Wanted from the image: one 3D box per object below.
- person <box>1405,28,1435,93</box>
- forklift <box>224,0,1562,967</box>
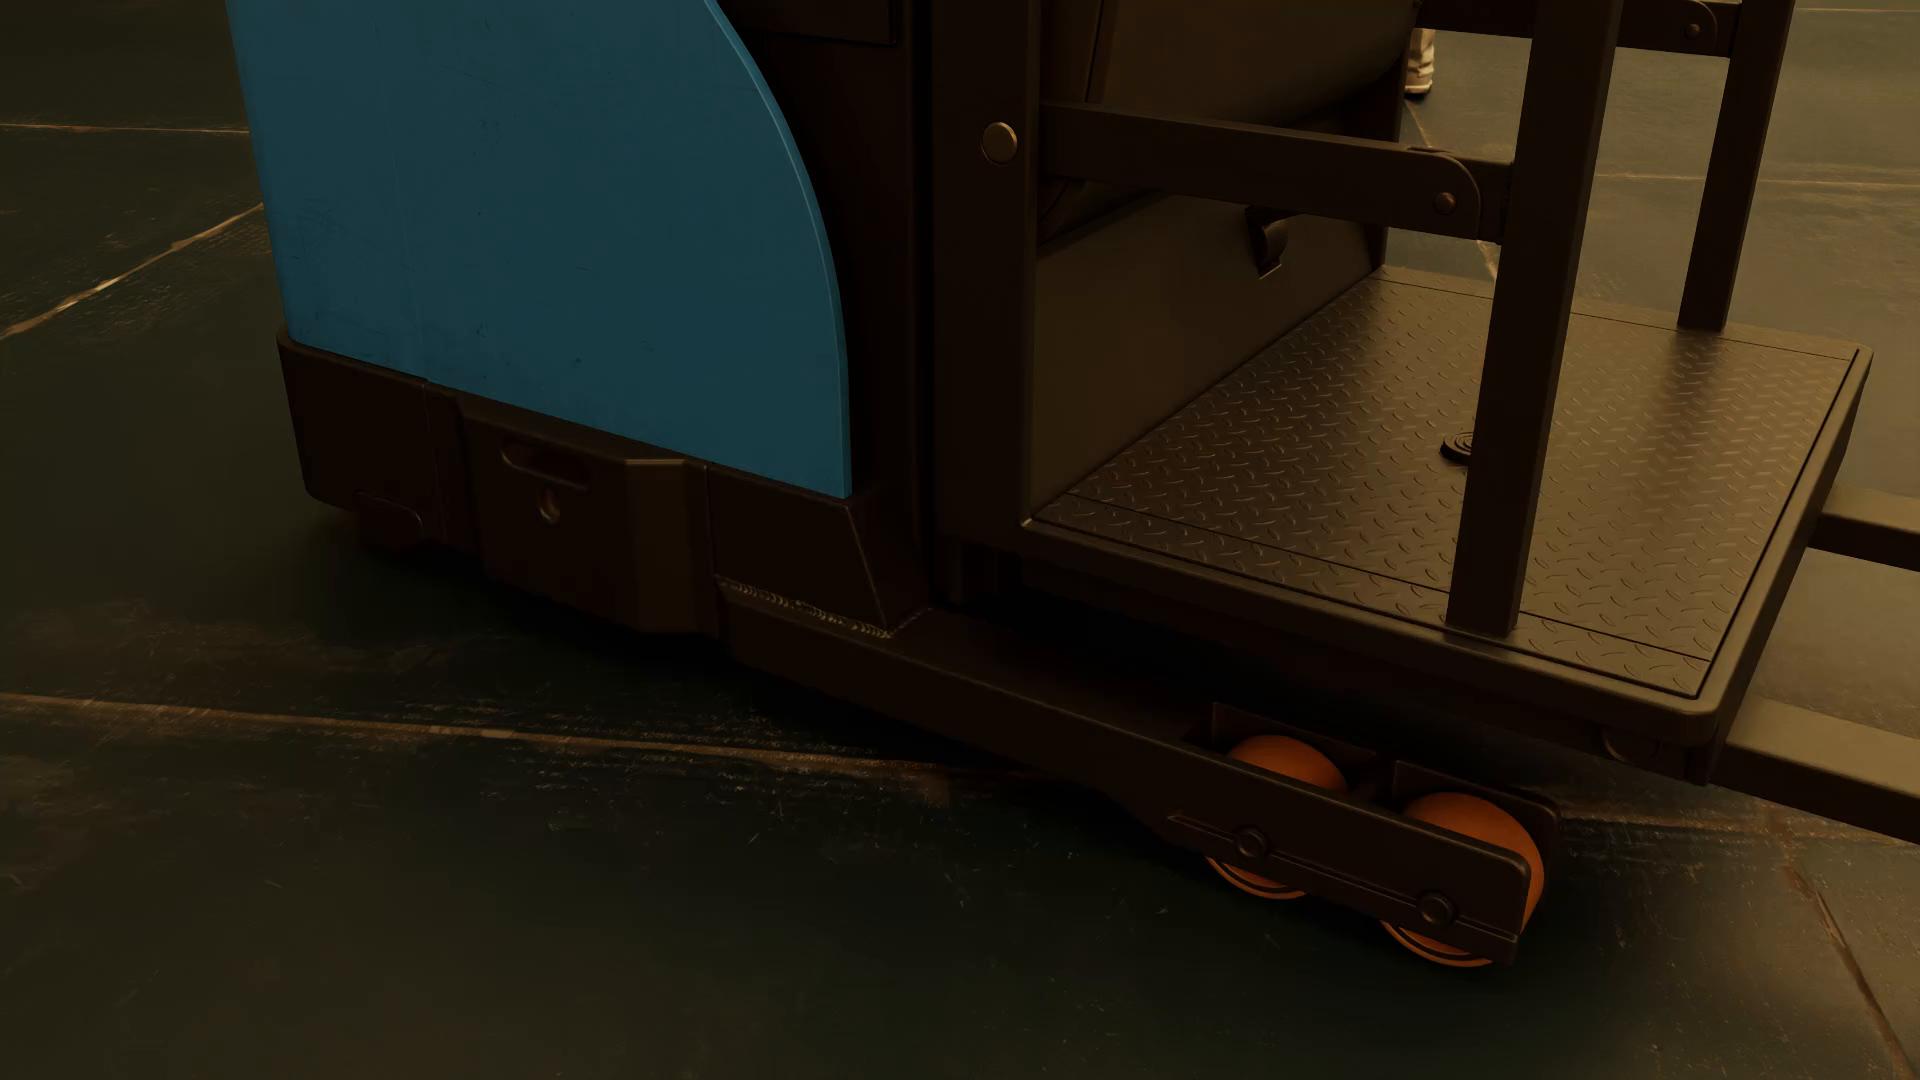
[{"bbox_3d":[1.267,-2.165,4.974,0.569,1.652,0.501,0,27,1],"label":"person"},{"bbox_3d":[0.066,-1.264,1.822,1.939,2.867,1.129,16,31,29],"label":"forklift"}]
